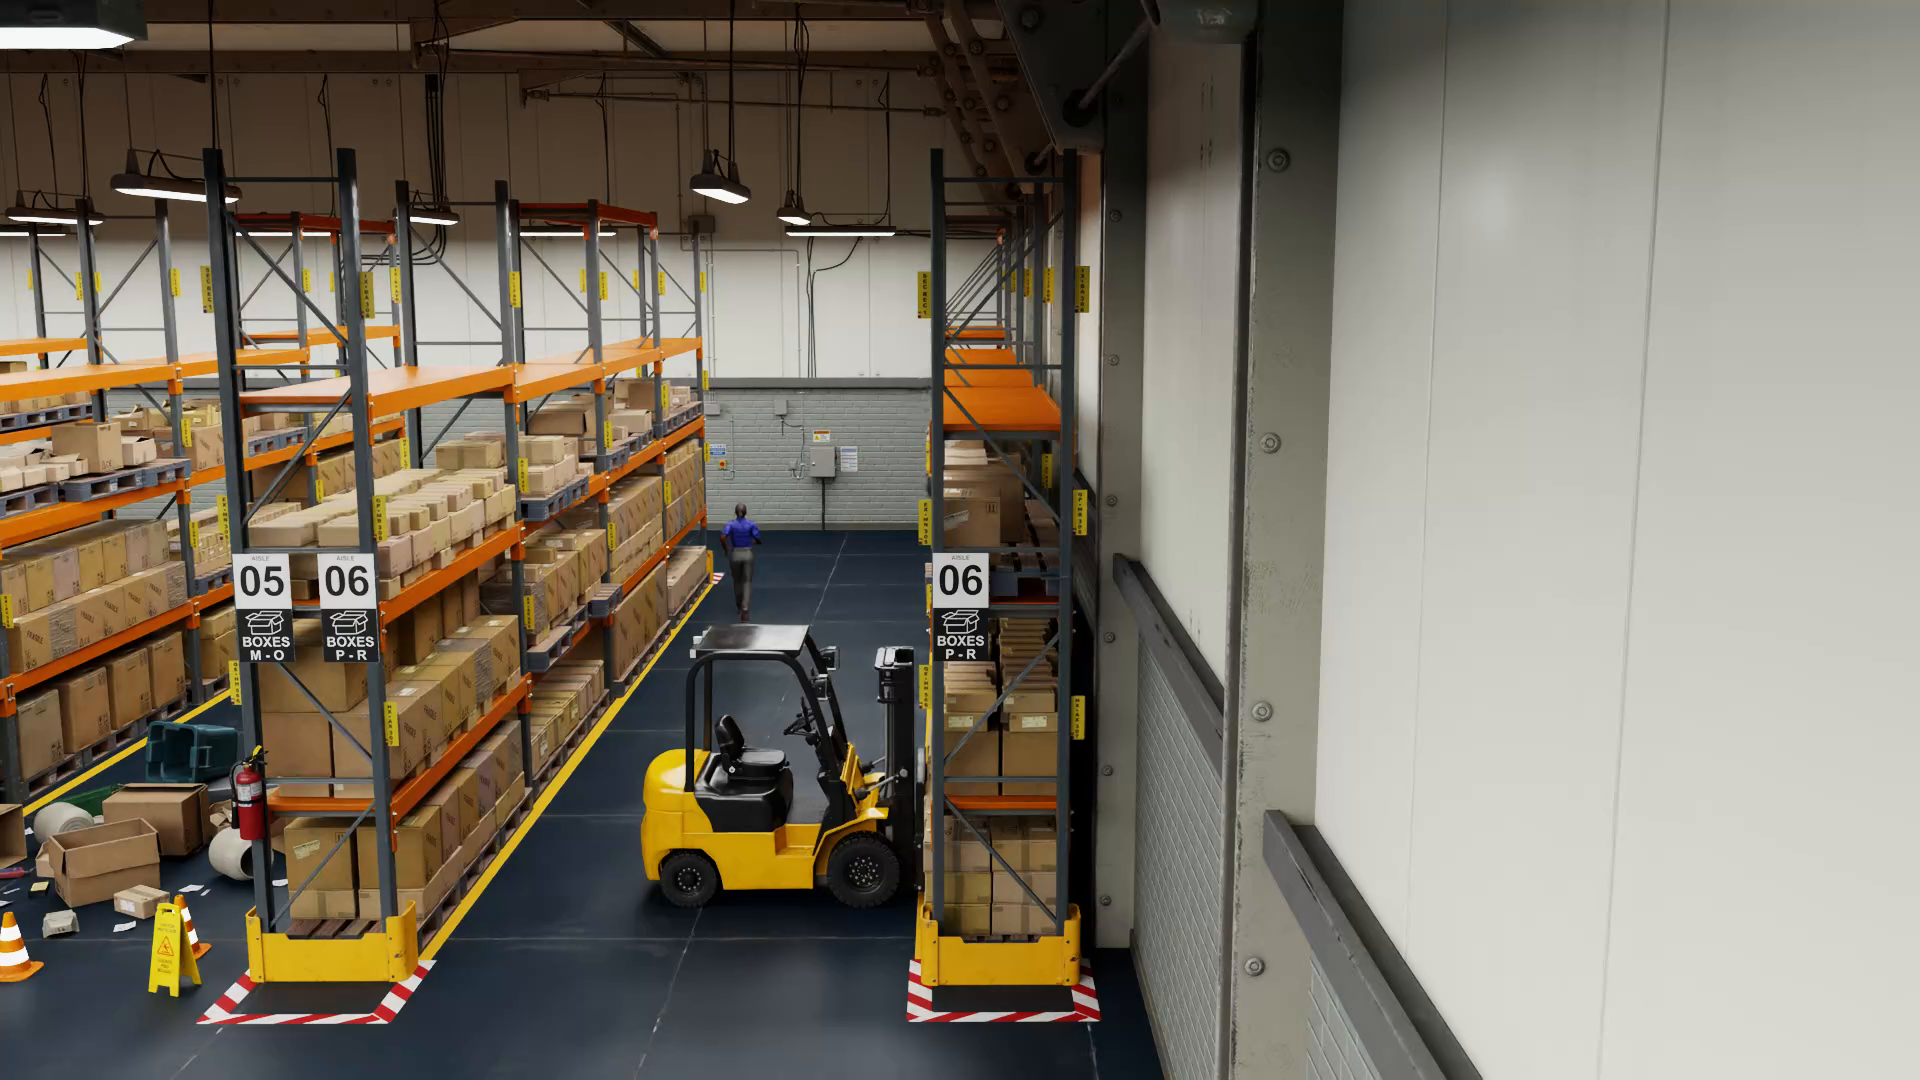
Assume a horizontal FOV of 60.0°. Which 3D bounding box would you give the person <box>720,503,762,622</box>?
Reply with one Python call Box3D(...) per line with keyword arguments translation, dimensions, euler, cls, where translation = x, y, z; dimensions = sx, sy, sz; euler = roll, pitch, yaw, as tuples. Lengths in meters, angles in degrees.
Box3D(translation=(-3.093, 0.299, 23.560), dimensions=(0.580, 1.672, 0.837), euler=(-1, 9, -6), cls="person")
